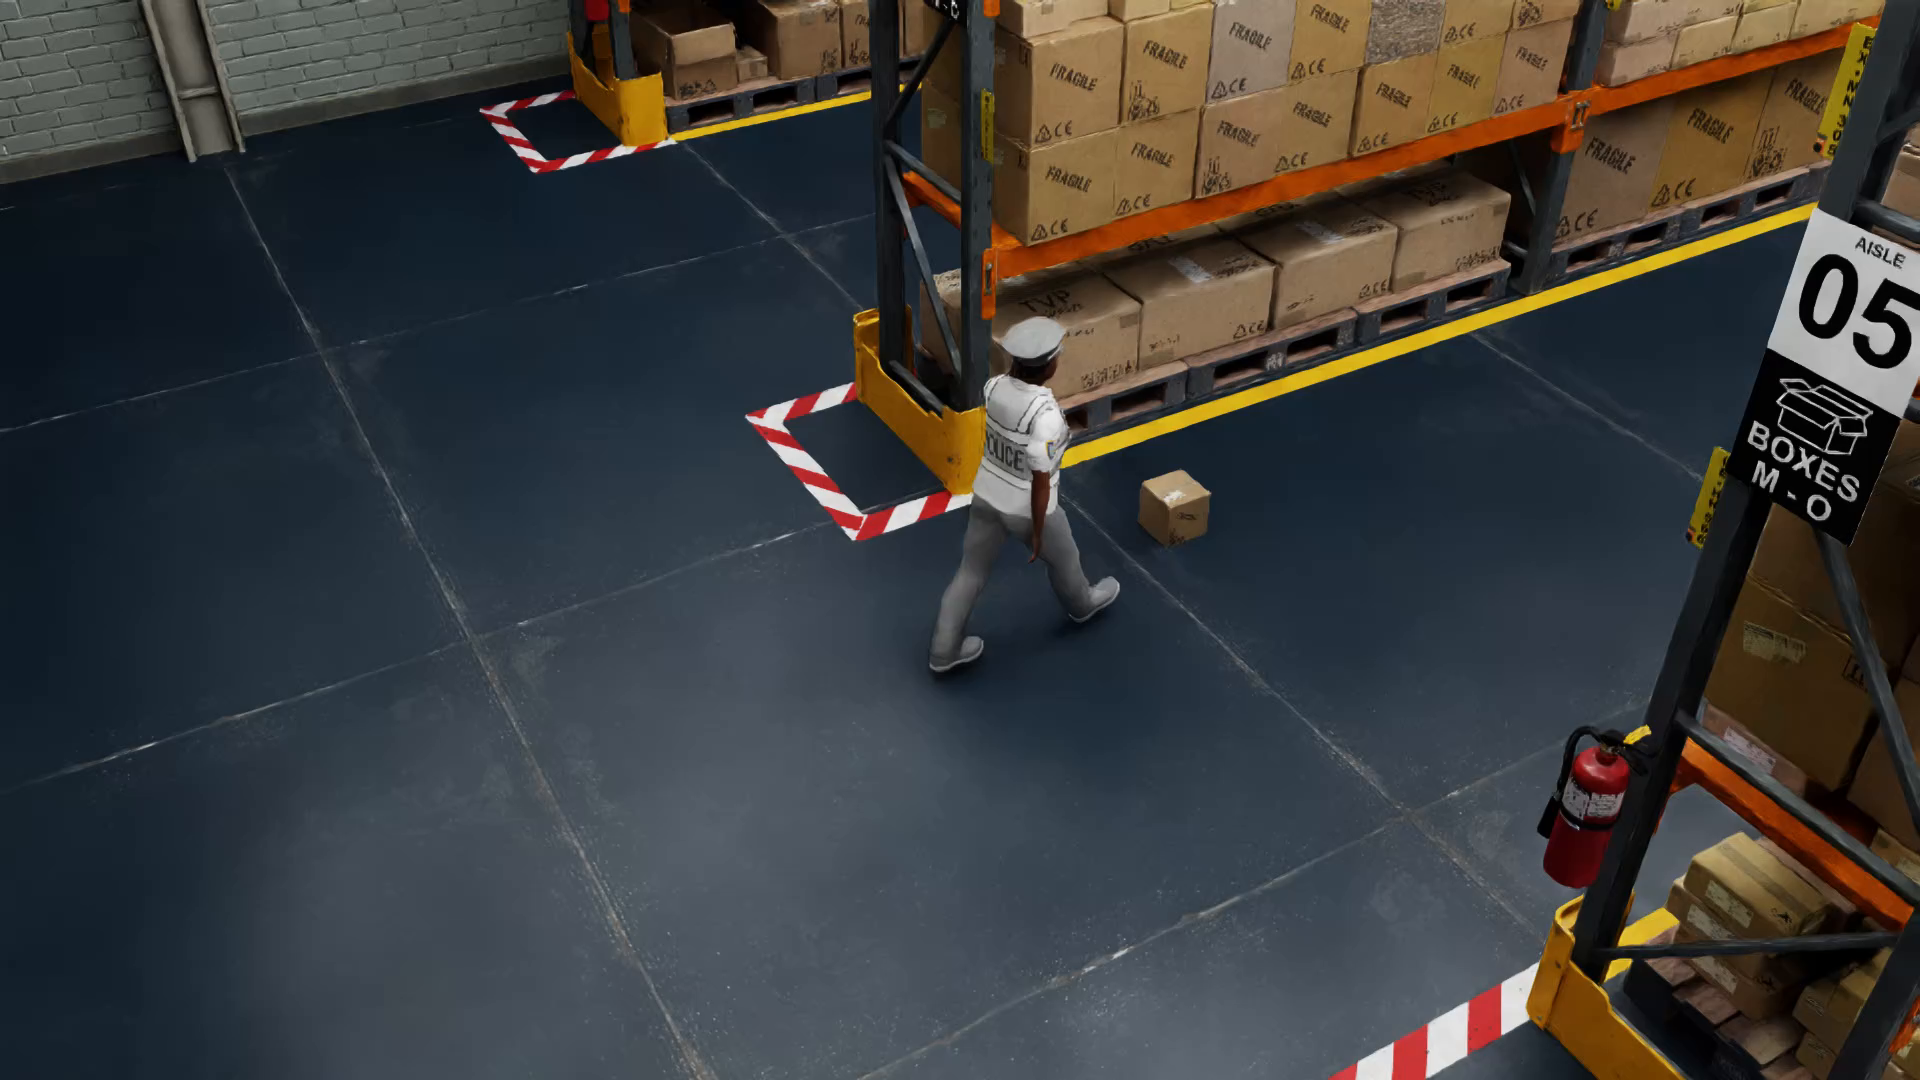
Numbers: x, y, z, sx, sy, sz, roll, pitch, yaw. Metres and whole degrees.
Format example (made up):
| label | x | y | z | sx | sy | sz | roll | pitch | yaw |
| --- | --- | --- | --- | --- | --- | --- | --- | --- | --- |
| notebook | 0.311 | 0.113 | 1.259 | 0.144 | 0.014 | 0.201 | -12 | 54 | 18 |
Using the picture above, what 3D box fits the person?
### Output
| label | x | y | z | sx | sy | sz | roll | pitch | yaw |
| --- | --- | --- | --- | --- | --- | --- | --- | --- | --- |
| person | 0.304 | -0.211 | 7.193 | 0.999 | 1.602 | 0.456 | -31 | 47 | -34 |
